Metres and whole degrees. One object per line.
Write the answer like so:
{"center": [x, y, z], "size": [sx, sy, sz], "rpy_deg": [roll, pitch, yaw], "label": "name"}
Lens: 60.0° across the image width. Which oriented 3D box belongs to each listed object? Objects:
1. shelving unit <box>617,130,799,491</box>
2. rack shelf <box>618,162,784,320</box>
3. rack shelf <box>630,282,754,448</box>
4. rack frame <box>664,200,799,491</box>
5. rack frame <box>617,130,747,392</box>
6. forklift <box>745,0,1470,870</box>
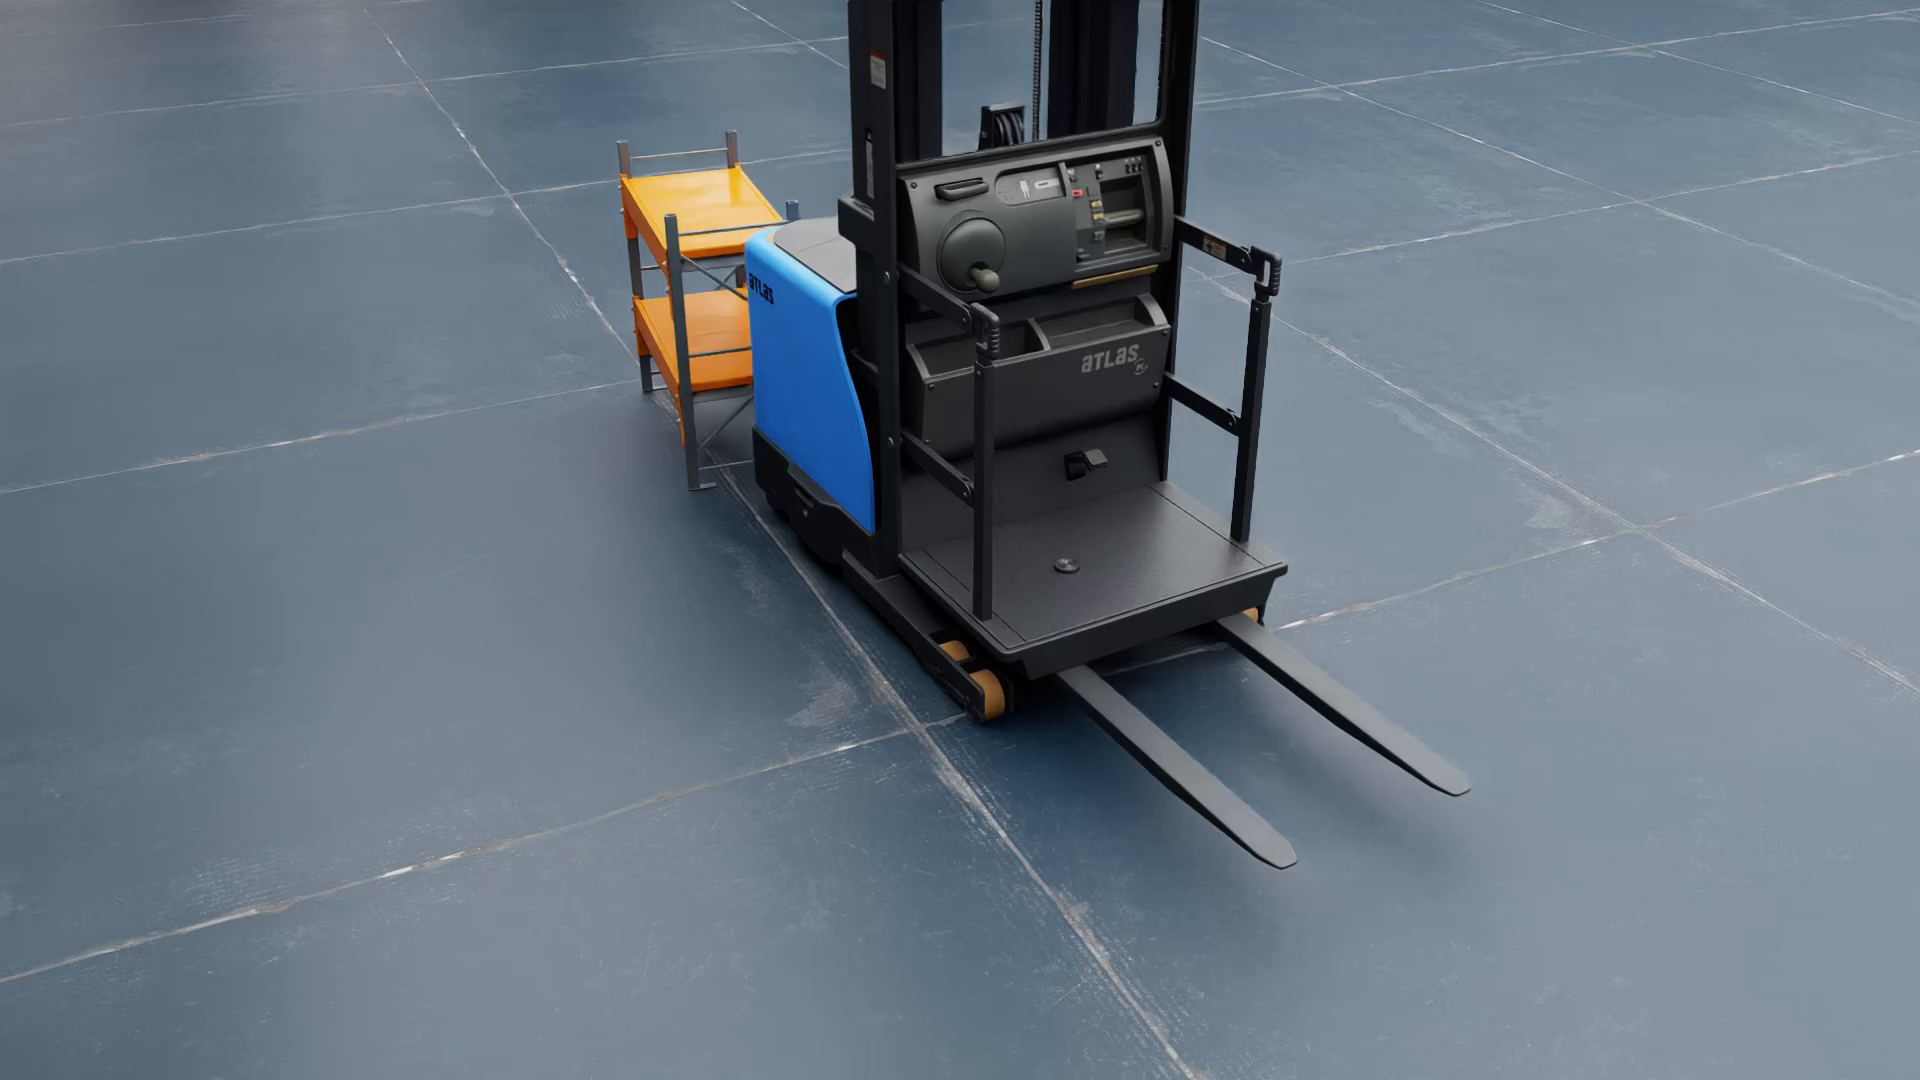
{"center": [-1.013, -0.967, 6.824], "size": [0.538, 1.125, 1.048], "rpy_deg": [-10, 31, -17], "label": "shelving unit"}
{"center": [-1.013, -1.222, 6.681], "size": [0.538, 0.278, 1.000], "rpy_deg": [-10, 31, -17], "label": "rack shelf"}
{"center": [-1.013, -0.753, 6.944], "size": [0.538, 0.278, 1.000], "rpy_deg": [-10, 31, -17], "label": "rack shelf"}
{"center": [-0.841, -0.733, 6.407], "size": [0.500, 1.125, 0.032], "rpy_deg": [-10, 31, -17], "label": "rack frame"}
{"center": [-1.184, -1.201, 7.241], "size": [0.500, 1.125, 0.032], "rpy_deg": [-10, 31, -17], "label": "rack frame"}
{"center": [0.366, -0.961, 4.967], "size": [1.130, 2.935, 3.031], "rpy_deg": [-16, 33, -26], "label": "forklift"}
